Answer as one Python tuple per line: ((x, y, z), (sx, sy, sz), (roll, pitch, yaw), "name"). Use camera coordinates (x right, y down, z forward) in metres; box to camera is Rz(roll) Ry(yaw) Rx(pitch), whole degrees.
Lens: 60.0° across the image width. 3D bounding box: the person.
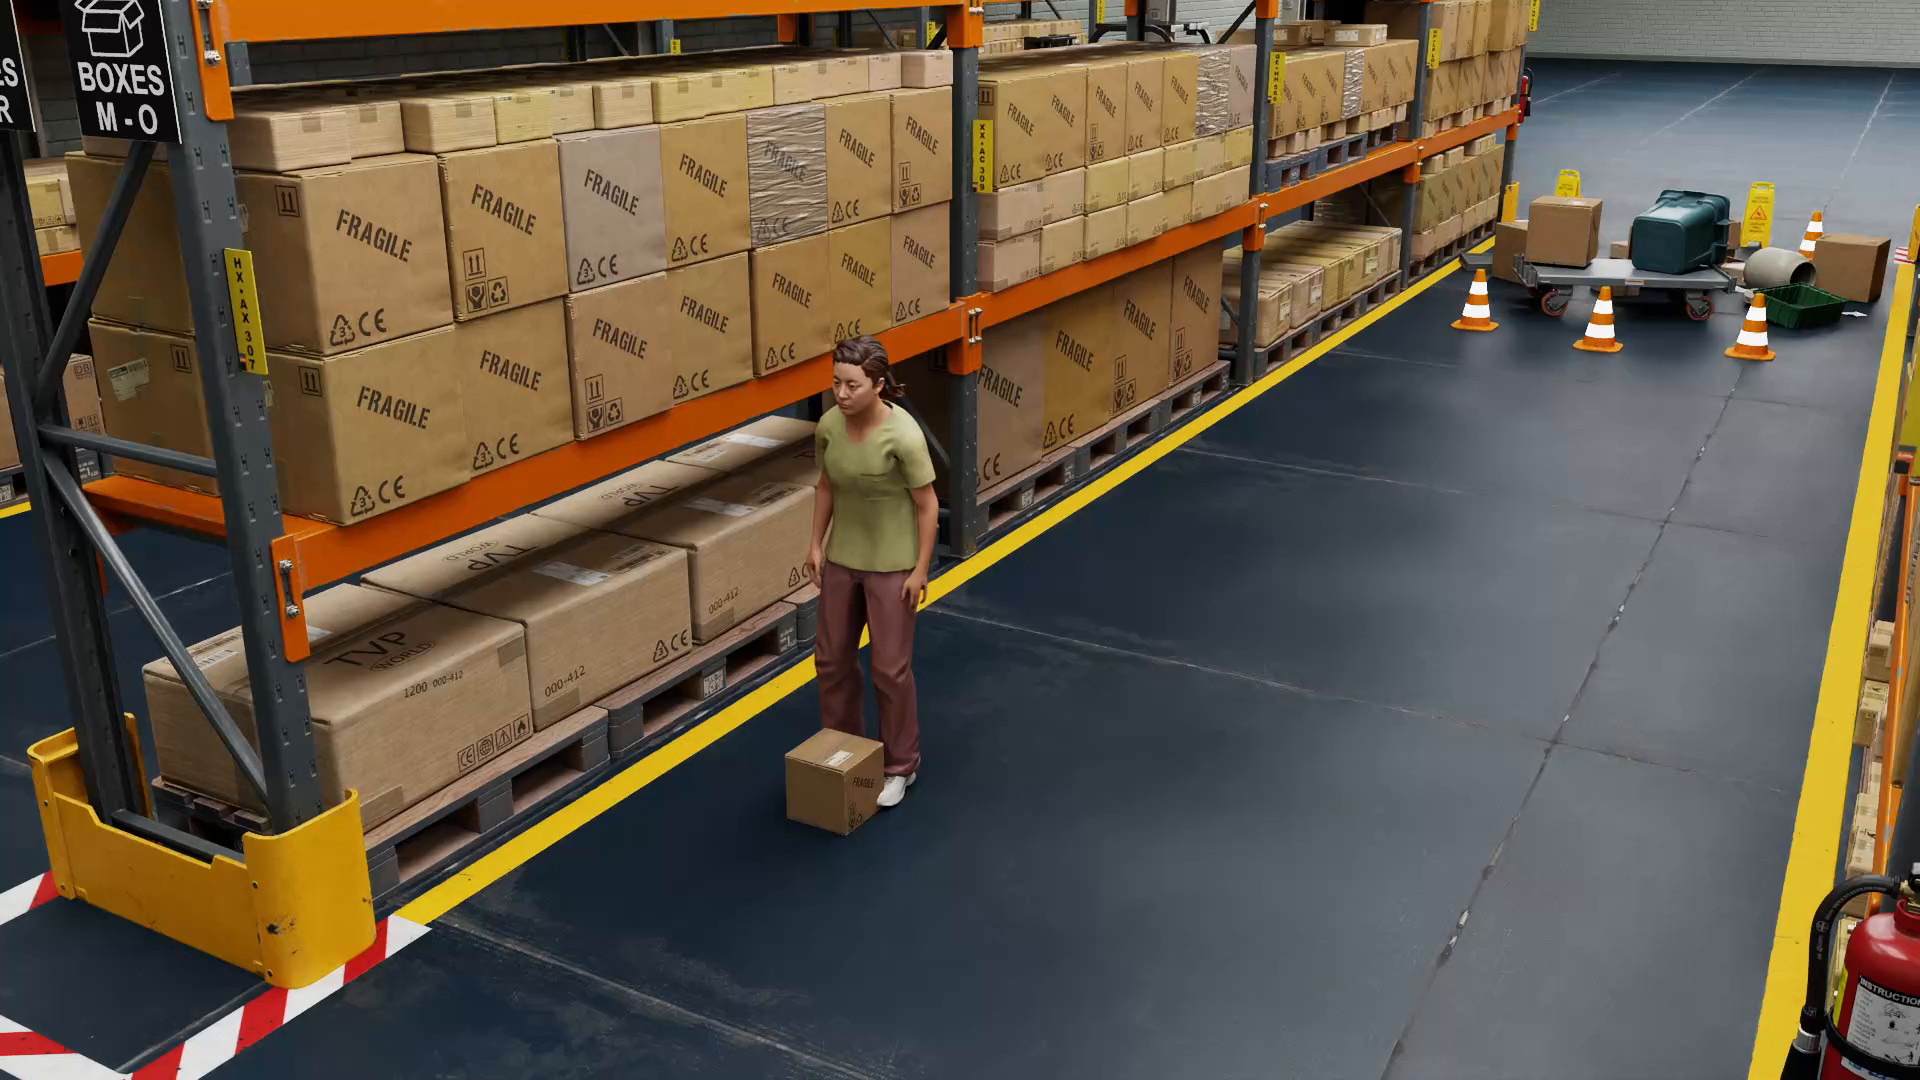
((-0.320, 0.100, 5.788), (0.499, 1.673, 0.357), (11, 22, 29), "person")
